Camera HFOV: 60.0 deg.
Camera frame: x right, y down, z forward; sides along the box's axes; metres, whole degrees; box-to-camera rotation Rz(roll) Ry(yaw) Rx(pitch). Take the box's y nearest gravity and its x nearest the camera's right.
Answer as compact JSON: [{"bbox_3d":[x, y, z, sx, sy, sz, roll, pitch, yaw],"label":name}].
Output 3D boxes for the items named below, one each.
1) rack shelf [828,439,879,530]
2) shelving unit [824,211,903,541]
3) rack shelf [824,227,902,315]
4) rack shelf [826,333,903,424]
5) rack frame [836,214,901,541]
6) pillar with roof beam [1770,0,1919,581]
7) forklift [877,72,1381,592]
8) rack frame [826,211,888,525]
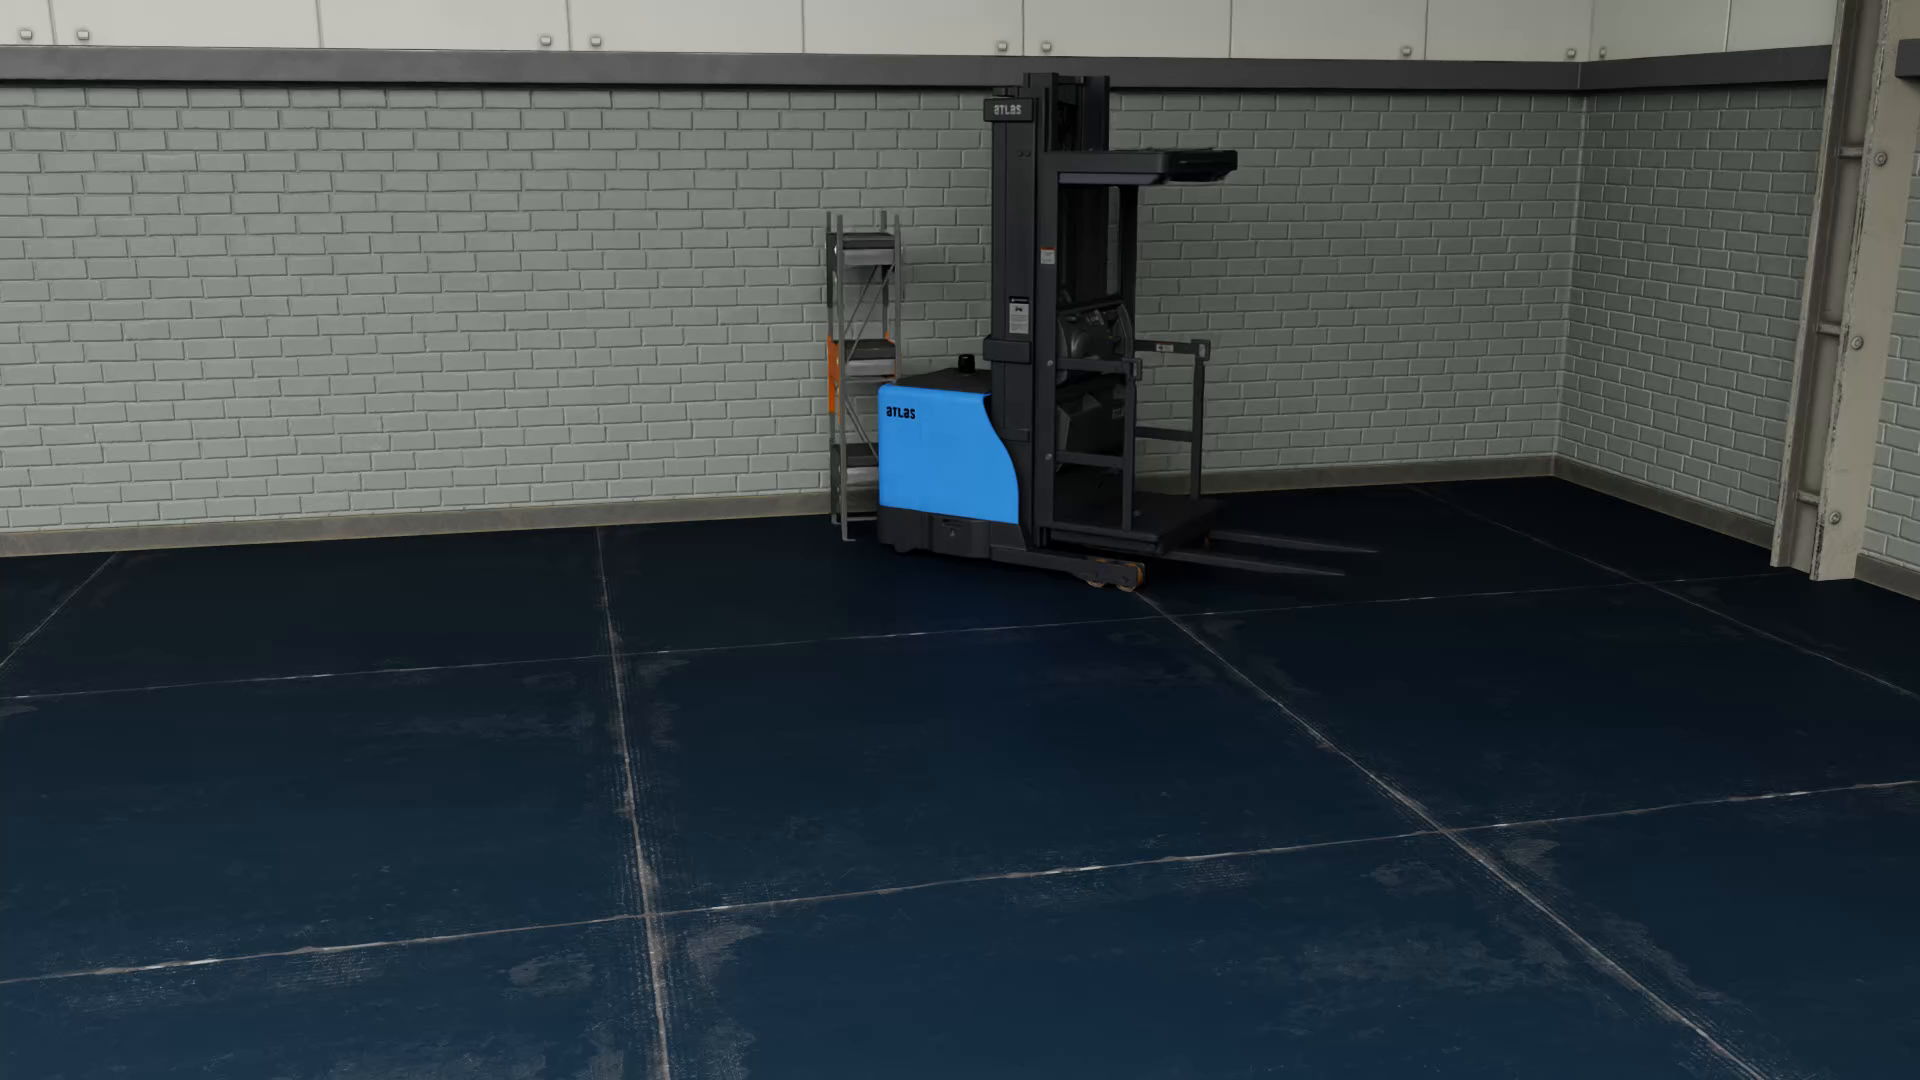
[{"bbox_3d":[-0.628,-0.386,11.088,0.431,0.518,0.480,-3,14,-12],"label":"rack shelf"},{"bbox_3d":[-0.628,-1.079,10.919,0.431,2.100,0.503,-3,14,-12],"label":"shelving unit"},{"bbox_3d":[-0.628,-1.746,10.756,0.431,0.518,0.480,-3,14,-12],"label":"rack shelf"},{"bbox_3d":[-0.628,-1.066,10.922,0.431,0.518,0.480,-3,14,-12],"label":"rack shelf"},{"bbox_3d":[-0.577,-1.022,10.687,0.400,2.100,0.015,-3,14,-12],"label":"rack frame"},{"bbox_3d":[1.025,-3.942,8.101,9.100,9.000,0.400,-3,14,-13],"label":"pillar with roof beam"},{"bbox_3d":[0.999,-1.266,9.934,3.031,2.935,1.130,8,16,30],"label":"forklift"},{"bbox_3d":[-0.680,-1.136,11.151,0.400,2.100,0.015,-3,14,-12],"label":"rack frame"}]
